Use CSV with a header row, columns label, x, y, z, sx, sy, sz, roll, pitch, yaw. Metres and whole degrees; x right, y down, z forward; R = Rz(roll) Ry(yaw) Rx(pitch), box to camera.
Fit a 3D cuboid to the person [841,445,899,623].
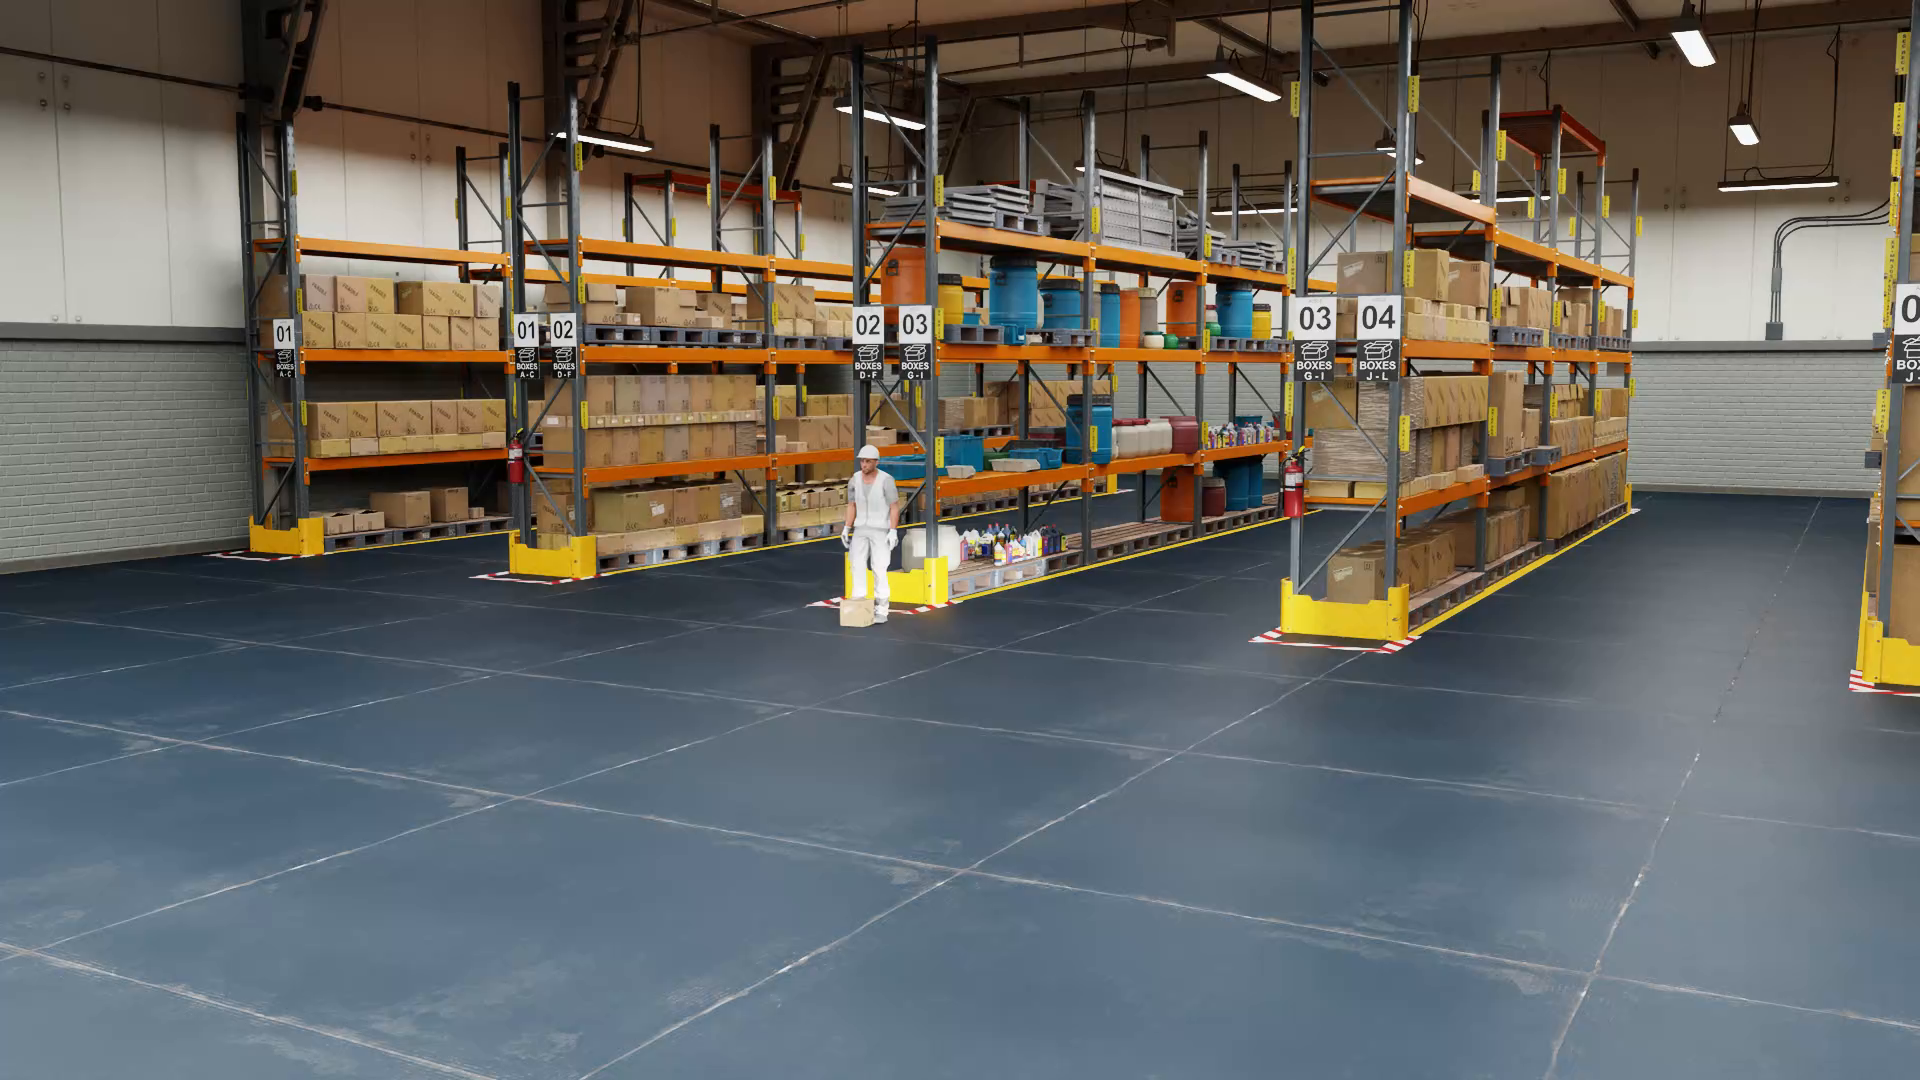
label,x,y,z,sx,sy,sz,roll,pitch,yaw
person,-0.893,-0.063,16.613,0.622,1.781,0.445,3,7,26
